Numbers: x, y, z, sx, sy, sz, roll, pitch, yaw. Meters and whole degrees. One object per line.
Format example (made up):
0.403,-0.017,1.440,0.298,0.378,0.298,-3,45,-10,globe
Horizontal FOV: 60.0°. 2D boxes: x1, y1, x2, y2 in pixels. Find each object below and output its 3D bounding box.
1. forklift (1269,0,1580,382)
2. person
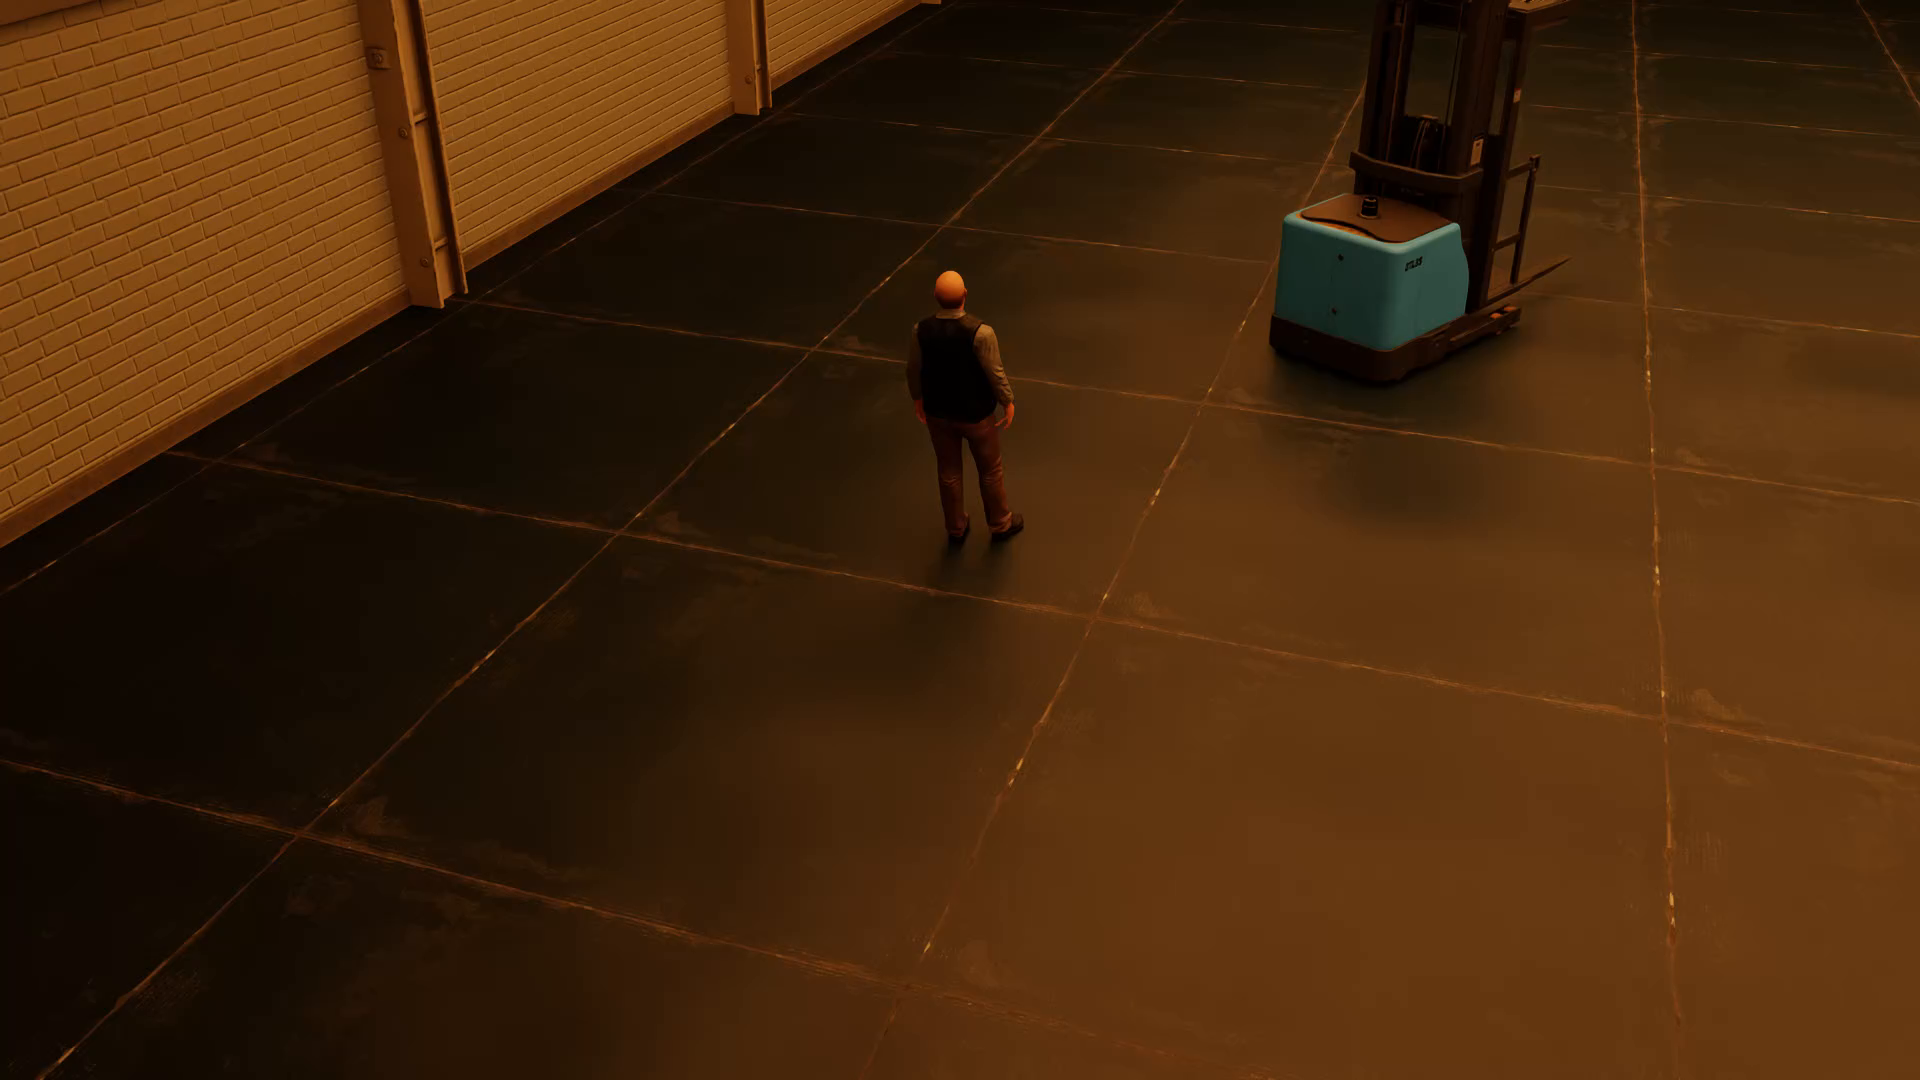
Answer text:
3.743,-3.031,12.453,3.031,2.935,1.130,-26,38,-37,forklift
0.028,-0.782,9.715,0.632,1.720,0.568,10,31,16,person
